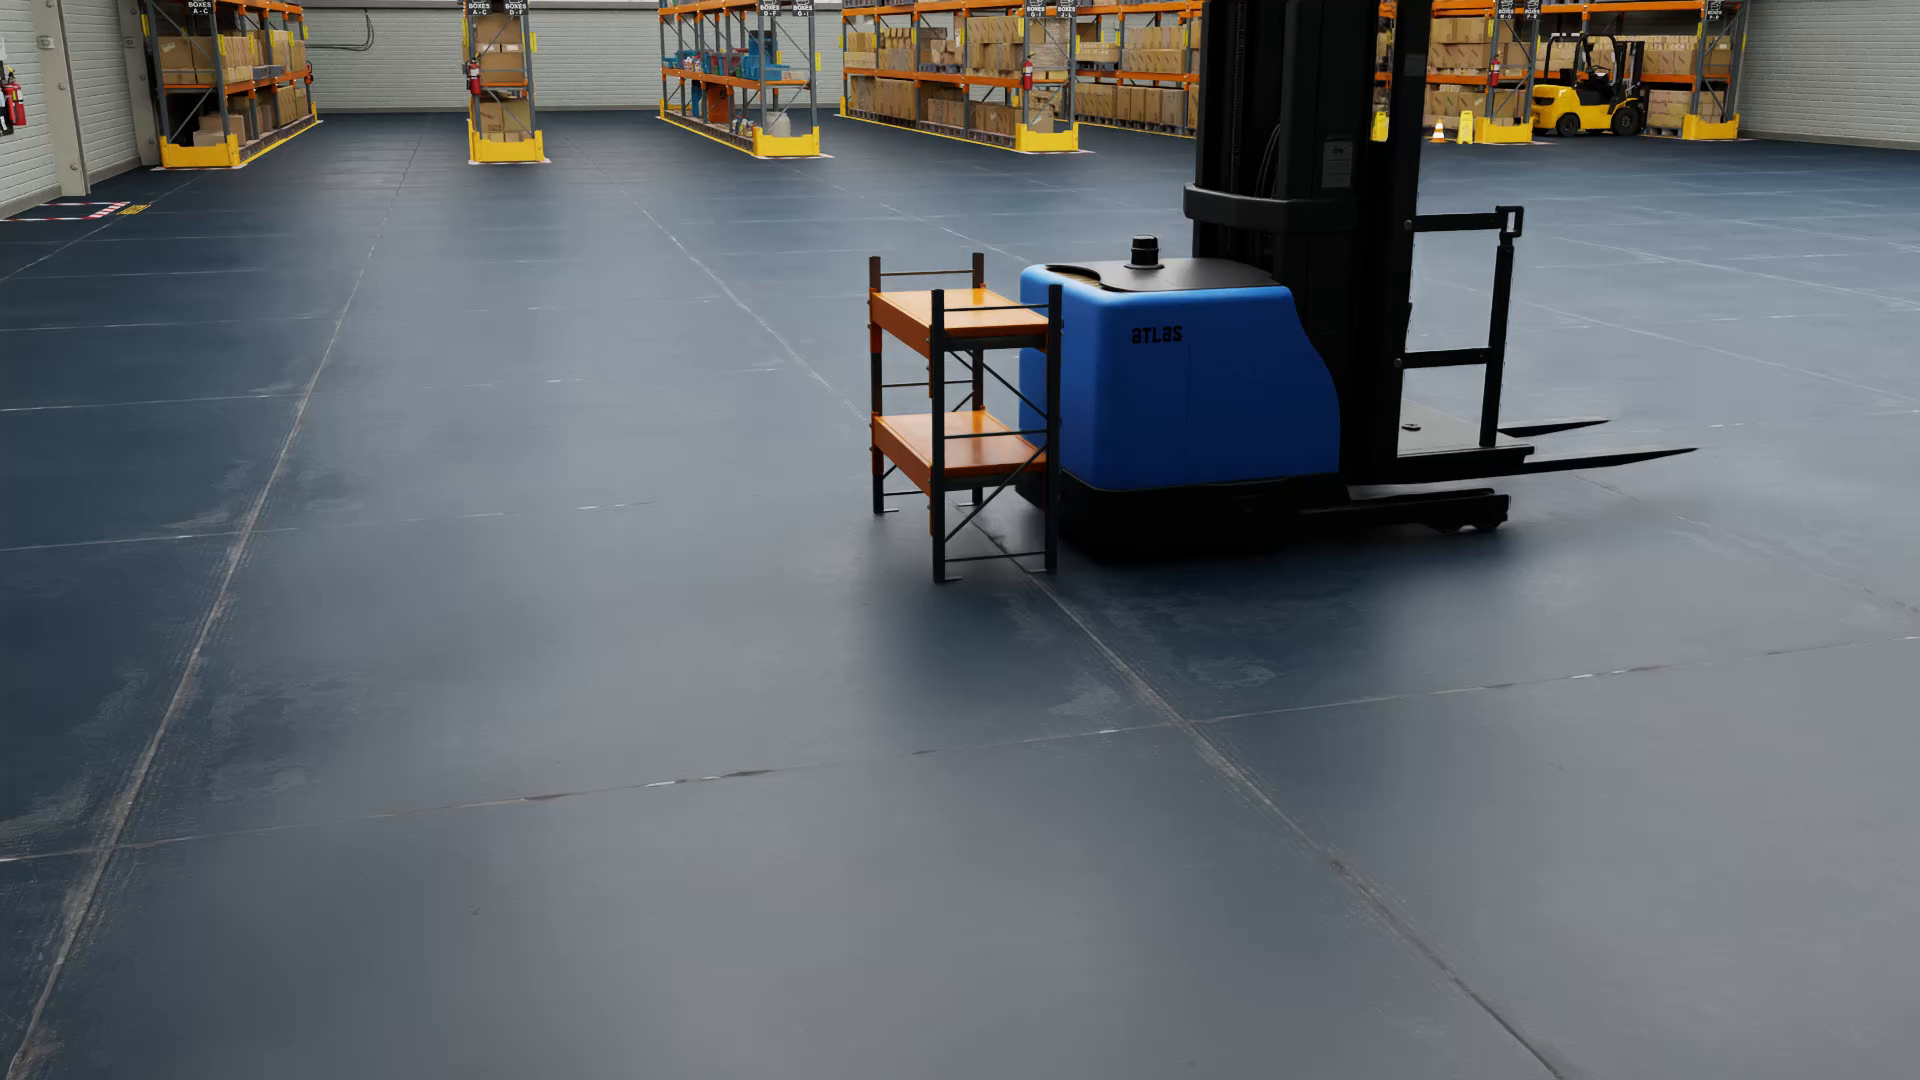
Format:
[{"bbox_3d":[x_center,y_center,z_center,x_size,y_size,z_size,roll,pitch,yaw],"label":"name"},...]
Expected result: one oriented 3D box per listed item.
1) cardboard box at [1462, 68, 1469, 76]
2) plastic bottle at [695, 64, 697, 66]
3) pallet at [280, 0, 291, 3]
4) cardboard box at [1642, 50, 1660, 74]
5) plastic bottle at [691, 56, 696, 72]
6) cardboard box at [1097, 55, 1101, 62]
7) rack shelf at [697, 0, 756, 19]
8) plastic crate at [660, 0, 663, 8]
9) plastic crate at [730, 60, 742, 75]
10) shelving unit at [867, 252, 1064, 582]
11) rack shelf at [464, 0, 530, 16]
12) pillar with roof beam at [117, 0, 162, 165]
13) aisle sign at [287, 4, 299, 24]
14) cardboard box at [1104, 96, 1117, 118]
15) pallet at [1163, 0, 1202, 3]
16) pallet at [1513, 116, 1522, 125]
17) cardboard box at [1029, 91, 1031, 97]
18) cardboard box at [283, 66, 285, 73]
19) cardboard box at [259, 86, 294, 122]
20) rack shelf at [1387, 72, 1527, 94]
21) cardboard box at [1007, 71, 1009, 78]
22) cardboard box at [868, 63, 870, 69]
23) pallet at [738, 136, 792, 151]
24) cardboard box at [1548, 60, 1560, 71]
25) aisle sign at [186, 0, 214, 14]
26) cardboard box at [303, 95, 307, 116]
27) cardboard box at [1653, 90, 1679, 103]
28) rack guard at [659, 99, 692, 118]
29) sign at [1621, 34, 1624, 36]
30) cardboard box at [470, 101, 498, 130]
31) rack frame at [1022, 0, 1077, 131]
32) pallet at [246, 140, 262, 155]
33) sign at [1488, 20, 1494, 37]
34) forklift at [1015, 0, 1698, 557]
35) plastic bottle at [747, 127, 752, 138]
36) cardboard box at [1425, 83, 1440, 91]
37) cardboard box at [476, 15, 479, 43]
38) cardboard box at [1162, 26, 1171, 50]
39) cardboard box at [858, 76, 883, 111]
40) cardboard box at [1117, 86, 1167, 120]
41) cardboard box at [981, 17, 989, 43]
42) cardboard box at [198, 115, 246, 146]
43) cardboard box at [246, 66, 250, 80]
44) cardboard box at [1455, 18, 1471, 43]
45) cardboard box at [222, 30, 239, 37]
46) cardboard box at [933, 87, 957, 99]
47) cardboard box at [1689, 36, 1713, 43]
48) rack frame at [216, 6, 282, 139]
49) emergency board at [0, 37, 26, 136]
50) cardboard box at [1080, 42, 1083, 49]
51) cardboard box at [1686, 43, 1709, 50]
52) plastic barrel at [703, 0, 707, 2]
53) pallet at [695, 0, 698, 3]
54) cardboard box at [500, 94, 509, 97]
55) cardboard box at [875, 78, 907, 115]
[{"bbox_3d":[10.664,-9.712,34.505,0.380,0.149,0.250,-5,17,-16],"label":"cardboard box"},{"bbox_3d":[-6.050,-10.891,38.341,0.097,0.201,0.097,0,17,0],"label":"plastic bottle"},{"bbox_3d":[-16.130,-12.594,38.604,1.003,0.211,1.213,-5,17,-15],"label":"pallet"},{"bbox_3d":[15.308,-10.454,36.367,0.500,0.500,0.500,-5,17,-16],"label":"cardboard box"},{"bbox_3d":[-6.217,-11.155,38.961,0.144,0.351,0.185,-5,17,-15],"label":"plastic bottle"},{"bbox_3d":[3.554,-11.726,40.481,0.380,0.149,0.250,-4,17,-14],"label":"cardboard box"},{"bbox_3d":[-4.741,-11.188,35.021,1.077,0.370,4.000,-5,17,-15],"label":"rack shelf"},{"bbox_3d":[-7.651,-14.108,43.716,0.497,0.269,0.590,-5,17,-15],"label":"plastic crate"},{"bbox_3d":[-4.169,-9.358,33.000,0.767,0.338,0.504,-5,17,-15],"label":"plastic crate"},{"bbox_3d":[-0.002,-0.541,6.796,0.538,1.125,1.048,-5,17,-15],"label":"shelving unit"},{"bbox_3d":[-8.405,-9.691,30.037,1.077,0.370,4.000,-5,17,-15],"label":"rack shelf"},{"bbox_3d":[-9.502,-10.992,27.903,9.100,9.000,0.400,-5,17,-15],"label":"pillar with roof beam"},{"bbox_3d":[-16.746,-13.368,41.721,0.394,0.787,0.004,-5,17,-15],"label":"aisle sign"},{"bbox_3d":[3.836,-10.570,40.543,0.500,0.500,0.500,-5,17,-16],"label":"cardboard box"},{"bbox_3d":[5.069,-11.893,36.450,0.805,0.209,1.217,-5,18,-17],"label":"pallet"},{"bbox_3d":[14.292,-10.315,40.924,1.003,0.211,1.213,-5,17,-15],"label":"pallet"},{"bbox_3d":[2.025,-12.420,46.277,0.380,0.149,0.250,-5,17,-15],"label":"cardboard box"},{"bbox_3d":[-15.298,-10.506,37.116,0.380,0.149,0.250,-5,17,-15],"label":"cardboard box"},{"bbox_3d":[-15.364,-9.729,37.133,0.750,0.750,0.750,-4,17,-14],"label":"cardboard box"},{"bbox_3d":[10.649,-9.820,35.681,1.077,0.370,4.000,-5,17,-15],"label":"rack shelf"},{"bbox_3d":[1.125,-9.047,32.294,0.380,0.149,0.250,-5,17,-15],"label":"cardboard box"},{"bbox_3d":[-2.167,-12.228,42.881,0.380,0.149,0.250,-5,17,-16],"label":"cardboard box"},{"bbox_3d":[-3.708,-7.680,32.153,1.003,0.211,1.213,-5,17,-15],"label":"pallet"},{"bbox_3d":[14.338,-11.297,39.607,0.500,0.250,0.500,-5,17,-16],"label":"cardboard box"},{"bbox_3d":[-12.309,-8.902,26.855,0.394,0.787,0.004,-5,17,-15],"label":"aisle sign"},{"bbox_3d":[-16.588,-10.759,41.170,0.700,0.500,0.500,-5,17,-15],"label":"cardboard box"},{"bbox_3d":[15.398,-9.612,36.047,0.500,0.250,0.500,-4,17,-14],"label":"cardboard box"},{"bbox_3d":[-7.508,-11.671,44.935,1.175,0.500,0.348,-5,17,-15],"label":"rack guard"},{"bbox_3d":[15.404,-11.608,38.740,0.100,0.325,0.005,-5,17,-15],"label":"sign"},{"bbox_3d":[-8.578,-7.689,30.083,0.500,0.500,0.500,-5,17,-15],"label":"cardboard box"},{"bbox_3d":[1.670,-8.828,31.127,1.000,3.000,0.127,-5,17,-15],"label":"rack frame"},{"bbox_3d":[-13.498,-7.241,30.691,1.003,0.211,1.213,-5,17,-15],"label":"pallet"},{"bbox_3d":[10.660,-10.279,33.396,0.100,0.325,0.005,-5,17,-15],"label":"sign"},{"bbox_3d":[1.821,-1.566,7.070,3.031,2.935,1.130,-5,18,-17],"label":"forklift"},{"bbox_3d":[-4.018,-7.780,31.739,0.097,0.201,0.097,0,17,0],"label":"plastic bottle"},{"bbox_3d":[10.199,-9.832,36.088,0.380,0.149,0.250,-4,17,-12],"label":"cardboard box"},{"bbox_3d":[-8.136,-9.005,29.287,0.700,0.500,0.500,-5,17,-17],"label":"cardboard box"},{"bbox_3d":[4.944,-11.244,37.259,0.700,0.500,0.500,-5,17,-15],"label":"cardboard box"},{"bbox_3d":[-2.224,-12.015,44.700,0.875,0.875,0.875,-5,17,-15],"label":"cardboard box"},{"bbox_3d":[4.350,-10.353,39.385,1.050,0.750,0.750,-5,17,-16],"label":"cardboard box"},{"bbox_3d":[0.726,-10.183,33.208,0.500,0.500,0.500,-5,17,-15],"label":"cardboard box"},{"bbox_3d":[-13.031,-7.230,29.387,0.700,0.500,0.500,-6,18,-19],"label":"cardboard box"},{"bbox_3d":[-13.166,-8.452,30.101,0.500,0.250,0.500,-5,17,-15],"label":"cardboard box"},{"bbox_3d":[10.717,-10.545,34.415,0.700,0.500,0.500,-5,17,-15],"label":"cardboard box"},{"bbox_3d":[-15.190,-10.530,34.764,0.500,0.250,0.500,-4,17,-14],"label":"cardboard box"},{"bbox_3d":[-0.315,-10.231,38.073,0.500,0.250,0.500,-4,17,-13],"label":"cardboard box"},{"bbox_3d":[15.669,-10.588,35.169,0.380,0.149,0.250,-5,17,-15],"label":"cardboard box"},{"bbox_3d":[-14.816,-9.866,34.583,1.000,3.000,0.127,-5,17,-15],"label":"rack frame"},{"bbox_3d":[-11.350,-5.432,19.822,0.194,1.169,0.643,-5,17,-15],"label":"emergency board"},{"bbox_3d":[3.192,-12.374,41.606,0.380,0.149,0.250,-4,17,-13],"label":"cardboard box"},{"bbox_3d":[15.606,-10.437,35.183,0.380,0.149,0.250,-4,17,-14],"label":"cardboard box"},{"bbox_3d":[-5.273,-12.082,35.873,0.600,0.901,0.600,0,17,0],"label":"plastic barrel"},{"bbox_3d":[-5.406,-12.215,37.516,1.003,0.211,1.213,-5,17,-15],"label":"pallet"},{"bbox_3d":[-11.674,-10.900,41.598,0.797,0.503,0.637,-5,17,-15],"label":"cardboard box"},{"bbox_3d":[-1.432,-11.155,41.839,1.225,0.875,0.875,-5,17,-15],"label":"cardboard box"}]
